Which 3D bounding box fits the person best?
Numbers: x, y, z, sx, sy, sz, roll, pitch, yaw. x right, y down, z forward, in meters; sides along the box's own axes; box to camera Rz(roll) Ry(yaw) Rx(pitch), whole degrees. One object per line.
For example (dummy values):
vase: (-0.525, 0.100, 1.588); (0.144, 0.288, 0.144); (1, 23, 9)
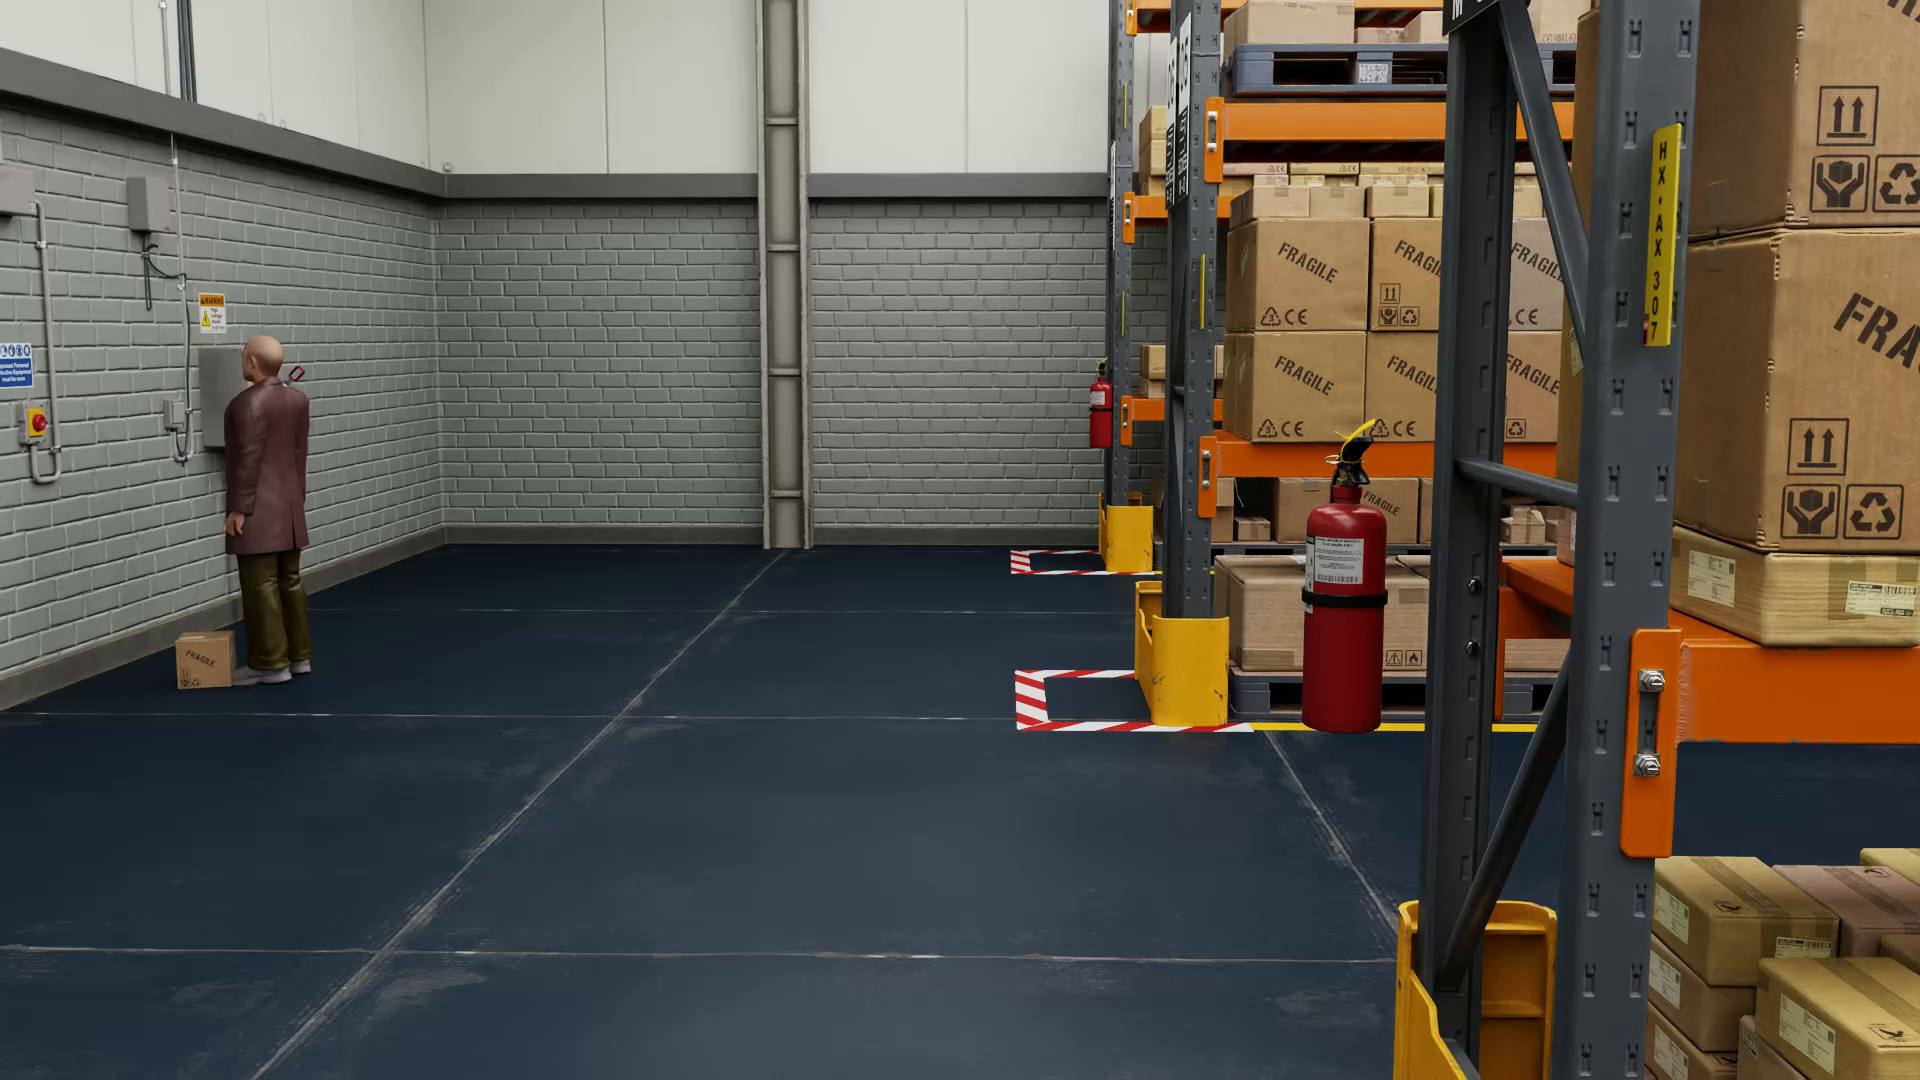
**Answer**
person: (-3.625, -0.158, 8.597); (0.396, 1.787, 0.555); (1, 7, 11)
